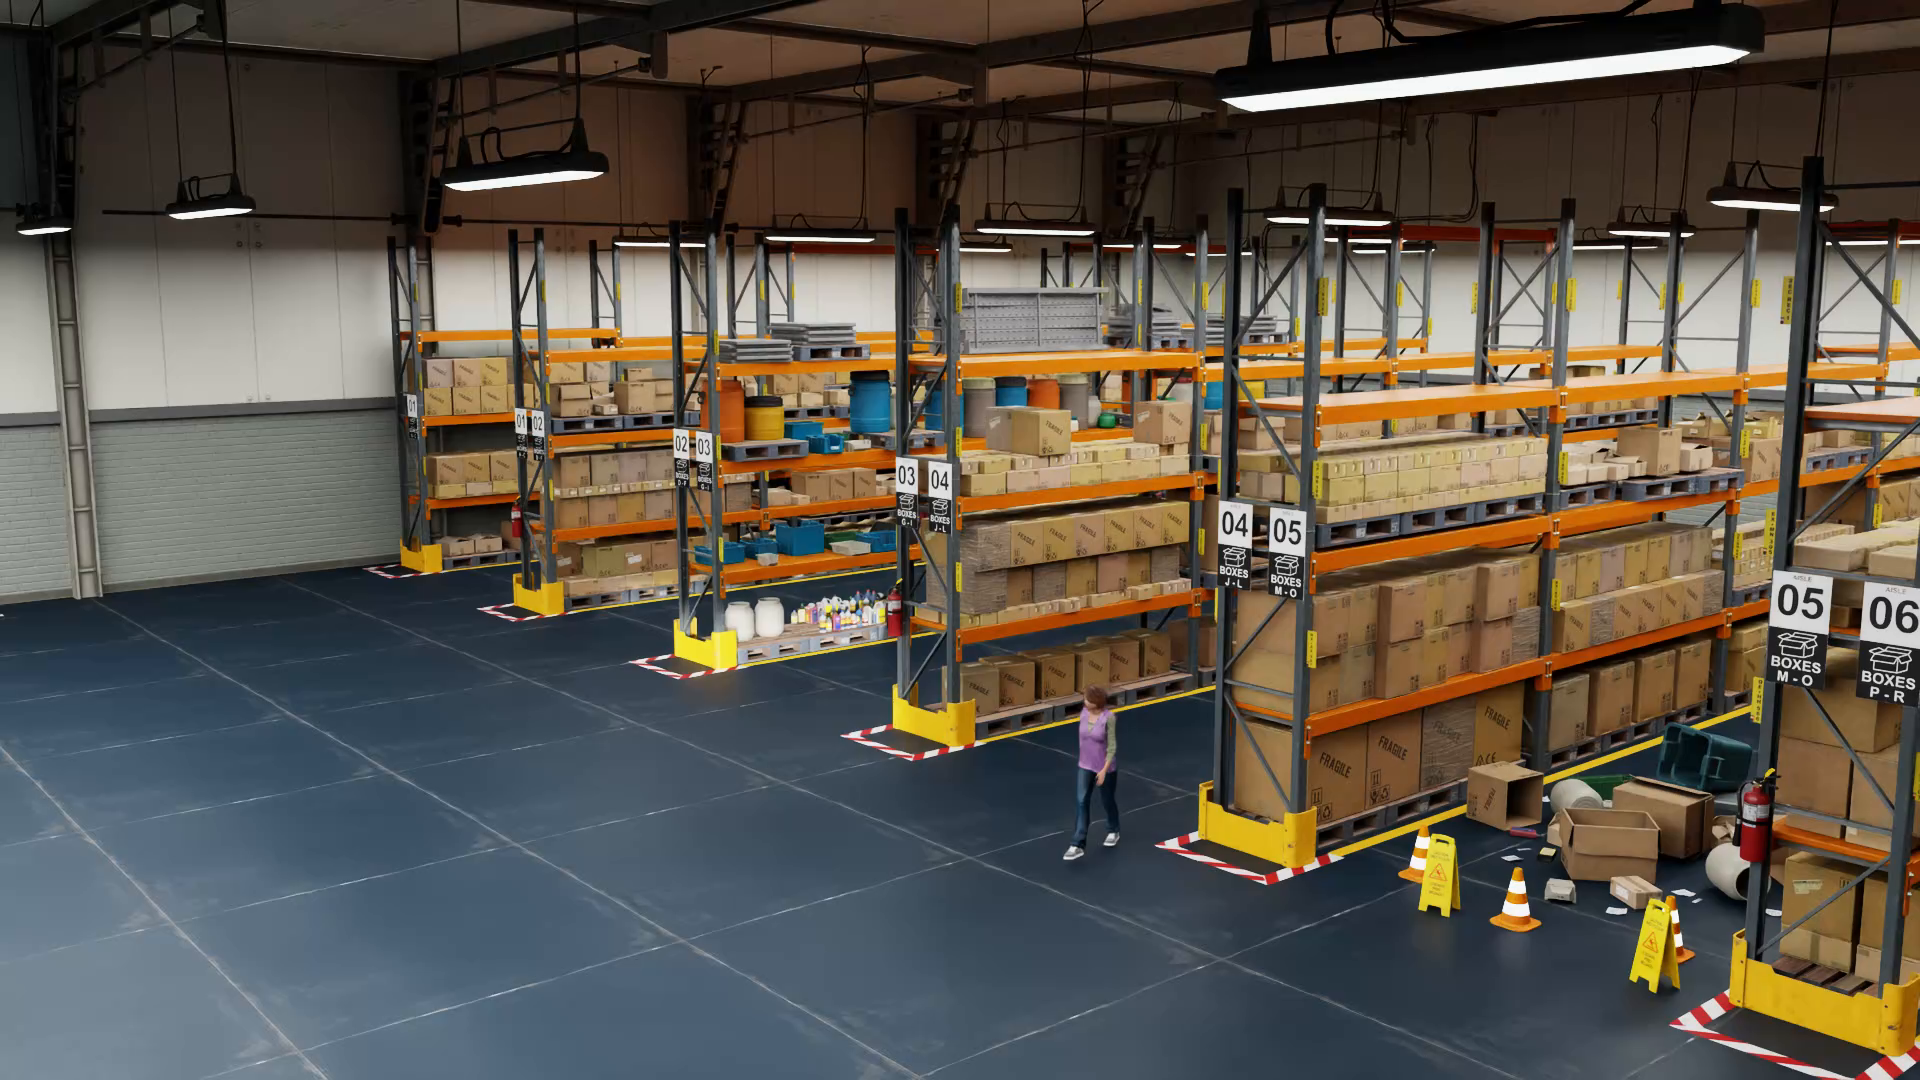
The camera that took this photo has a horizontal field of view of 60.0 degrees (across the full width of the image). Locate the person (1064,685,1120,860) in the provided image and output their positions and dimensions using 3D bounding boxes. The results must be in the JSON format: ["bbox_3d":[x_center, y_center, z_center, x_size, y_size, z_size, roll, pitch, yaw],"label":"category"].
[{"bbox_3d":[1.212,2.082,15.043,0.436,1.559,0.909,5,10,29],"label":"person"}]
